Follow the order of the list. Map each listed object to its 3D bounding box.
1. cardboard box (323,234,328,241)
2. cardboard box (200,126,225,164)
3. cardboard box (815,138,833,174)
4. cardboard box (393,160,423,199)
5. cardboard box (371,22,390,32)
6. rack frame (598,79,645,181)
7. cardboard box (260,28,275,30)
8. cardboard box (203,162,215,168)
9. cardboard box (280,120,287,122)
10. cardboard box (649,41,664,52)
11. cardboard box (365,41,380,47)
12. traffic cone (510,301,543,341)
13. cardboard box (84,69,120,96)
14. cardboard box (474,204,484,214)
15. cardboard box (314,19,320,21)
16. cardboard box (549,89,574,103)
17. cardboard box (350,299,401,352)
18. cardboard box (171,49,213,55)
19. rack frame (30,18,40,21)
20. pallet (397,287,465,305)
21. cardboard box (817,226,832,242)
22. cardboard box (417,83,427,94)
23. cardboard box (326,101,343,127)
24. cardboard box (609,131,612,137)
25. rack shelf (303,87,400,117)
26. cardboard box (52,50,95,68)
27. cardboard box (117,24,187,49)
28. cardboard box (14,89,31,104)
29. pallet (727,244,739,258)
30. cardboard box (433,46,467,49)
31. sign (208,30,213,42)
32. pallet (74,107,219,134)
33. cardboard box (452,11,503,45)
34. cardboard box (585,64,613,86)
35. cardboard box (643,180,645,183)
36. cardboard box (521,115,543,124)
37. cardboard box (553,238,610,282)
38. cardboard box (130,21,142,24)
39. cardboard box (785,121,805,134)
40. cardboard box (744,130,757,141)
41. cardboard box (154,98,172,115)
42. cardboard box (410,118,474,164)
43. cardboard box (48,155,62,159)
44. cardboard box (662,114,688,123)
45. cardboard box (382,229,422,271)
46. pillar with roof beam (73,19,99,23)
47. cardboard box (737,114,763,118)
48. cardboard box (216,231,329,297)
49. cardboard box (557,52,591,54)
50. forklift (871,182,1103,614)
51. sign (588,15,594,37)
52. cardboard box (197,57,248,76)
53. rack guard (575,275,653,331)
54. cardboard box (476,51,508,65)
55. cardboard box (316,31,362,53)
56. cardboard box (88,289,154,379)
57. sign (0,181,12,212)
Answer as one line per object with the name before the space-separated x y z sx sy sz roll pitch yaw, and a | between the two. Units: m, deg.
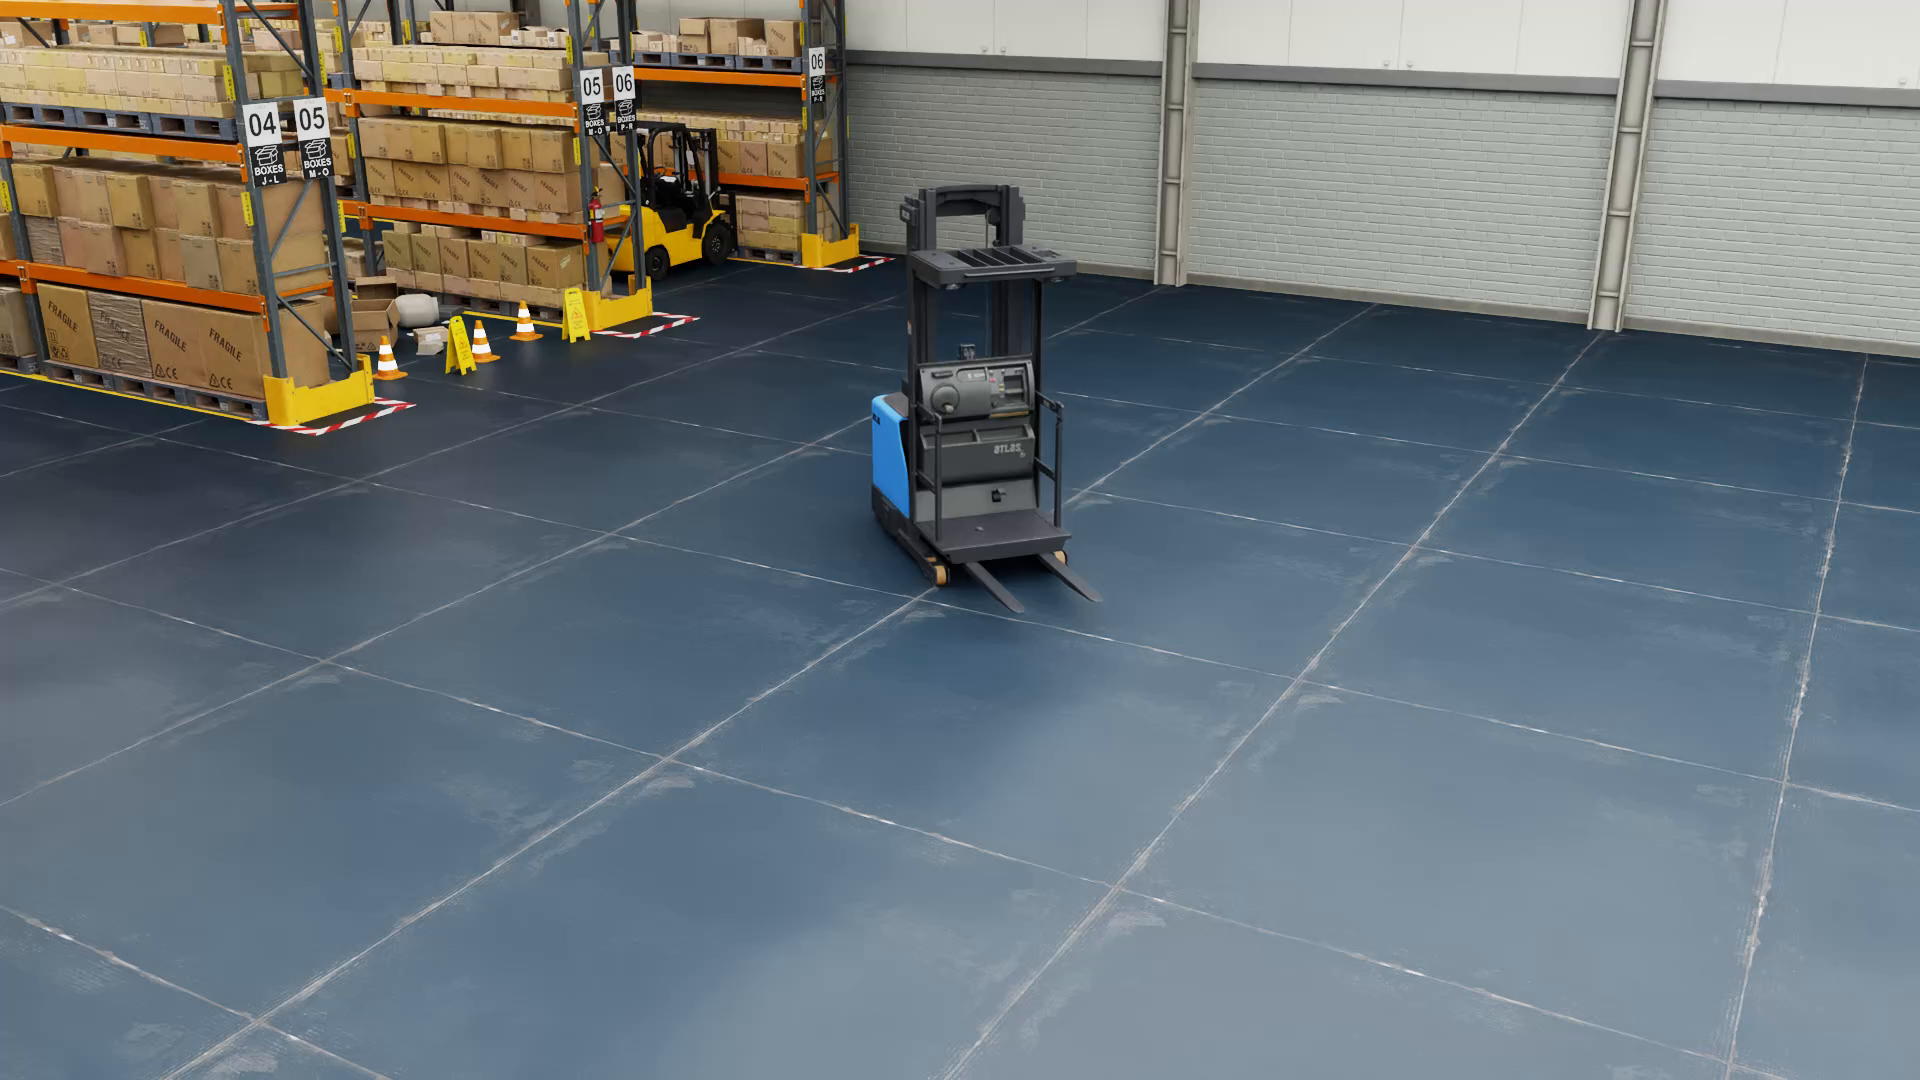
cardboard box | -9.626 -4.212 24.316 0.625 0.372 0.950 12 23 29
cardboard box | -10.684 -5.751 24.122 0.500 0.500 0.500 12 23 30
cardboard box | -2.317 -5.955 25.737 0.500 0.500 0.500 12 23 29
cardboard box | -7.232 -4.884 22.348 0.500 0.500 0.500 11 23 27
cardboard box | -9.884 -8.814 28.564 0.250 0.149 0.380 10 22 26
rack frame | -5.512 -6.408 27.133 0.127 3.000 1.000 11 23 27
cardboard box | -12.221 -9.054 29.632 0.250 0.149 0.380 11 23 28
cardboard box | -10.782 -5.449 24.240 0.250 0.149 0.380 9 22 24
cardboard box | -9.856 -6.096 24.123 0.250 0.149 0.380 10 22 25
cardboard box | -4.598 -7.652 25.768 0.250 0.149 0.380 12 23 29
cardboard box | -10.010 -8.510 28.746 0.500 0.250 0.500 11 23 27
traffic cone | -5.442 -2.760 20.794 0.334 0.463 0.336 11 23 27
cardboard box | -8.641 -4.748 17.177 0.500 0.250 0.500 11 23 28
cardboard box | -6.194 -4.405 21.979 0.250 0.149 0.380 11 23 27
cardboard box | -11.291 -9.041 29.161 0.250 0.149 0.380 11 23 28
cardboard box | -4.886 -5.533 20.689 0.250 0.149 0.380 11 23 28
cardboard box | -7.206 -2.630 20.377 0.637 0.503 0.797 -4 20 -10
cardboard box | -8.009 -5.048 17.419 0.250 0.149 0.380 10 22 27
rack frame | -14.914 -9.081 25.702 0.127 3.000 1.000 11 23 27
pallet | -7.326 -3.518 23.254 1.213 0.211 1.003 11 23 27
cardboard box | -2.354 -4.788 26.082 0.500 0.250 0.500 11 23 28
cardboard box | -6.879 -5.927 21.777 0.250 0.149 0.380 10 22 26
cardboard box | -11.046 -7.619 29.709 0.500 0.500 0.700 11 23 27
cardboard box | -5.830 -6.734 27.516 0.500 0.250 0.500 10 22 26
rack shelf | -9.676 -6.335 23.585 4.000 0.370 1.077 11 23 27
cardboard box | -9.213 -5.020 17.343 0.250 0.149 0.380 11 23 28
cardboard box | -11.825 -7.269 24.339 0.637 0.503 0.797 9 22 24
cardboard box | -9.877 -4.772 17.828 0.250 0.149 0.380 11 23 28
pallet | -3.769 -4.750 26.651 1.213 0.211 1.003 11 23 27
cardboard box | -6.808 -6.515 22.226 0.250 0.149 0.380 12 23 29
sign | -11.156 -7.410 24.736 0.005 0.325 0.100 11 23 27
pallet | -8.486 -4.466 17.508 1.213 0.211 1.003 11 23 27
cardboard box | -8.002 -8.528 27.668 0.500 0.500 0.700 10 22 26
cardboard box | -4.747 -5.907 21.136 0.500 0.250 0.500 10 22 26
cardboard box | -4.989 -5.759 27.292 0.500 0.250 0.500 11 23 28
cardboard box | -7.049 -6.955 27.541 0.250 0.149 0.380 11 23 28
cardboard box | -5.028 -3.742 22.100 0.500 0.500 0.500 10 22 26
cardboard box | -15.289 -9.880 31.354 0.500 0.250 0.500 11 22 27
cardboard box | -2.436 -6.232 25.112 0.250 0.149 0.380 11 23 27
cardboard box | -3.105 -6.209 25.485 0.250 0.149 0.380 11 22 27
cardboard box | -7.884 -4.392 16.781 0.250 0.149 0.380 11 23 28
cardboard box | -6.791 -5.266 21.935 0.500 0.500 0.700 10 22 26
cardboard box | -13.767 -5.863 25.848 0.500 0.250 0.500 11 22 27
cardboard box | -4.465 -6.594 26.110 0.250 0.149 0.380 10 22 26
cardboard box | -7.547 -4.009 22.835 0.500 0.500 0.500 12 23 30
pillar with roof beam | -20.003 -10.659 30.054 0.400 9.000 9.100 11 23 27
cardboard box | -3.291 -6.603 26.134 0.250 0.149 0.380 10 22 26
cardboard box | -7.110 -2.893 17.222 0.550 0.550 0.875 11 23 27
cardboard box | -4.876 -6.089 21.052 0.250 0.149 0.380 11 23 27
forklift | 0.210 -1.176 12.809 1.130 2.935 3.031 -7 21 -18
sign | -5.769 -8.046 26.030 0.005 0.325 0.100 11 23 27
cardboard box | -7.223 -4.641 16.297 0.250 0.149 0.380 11 23 28
rack guard | -4.504 -3.102 21.685 0.348 0.500 1.175 11 23 27
cardboard box | -5.937 -6.143 21.201 0.250 0.149 0.380 10 22 26
cardboard box | -8.498 -6.760 22.576 0.500 0.250 0.500 11 23 29
cardboard box | -8.952 -2.364 18.483 0.875 0.875 0.875 11 23 28
sign | -10.512 -3.783 18.315 0.005 0.325 0.100 11 23 27
